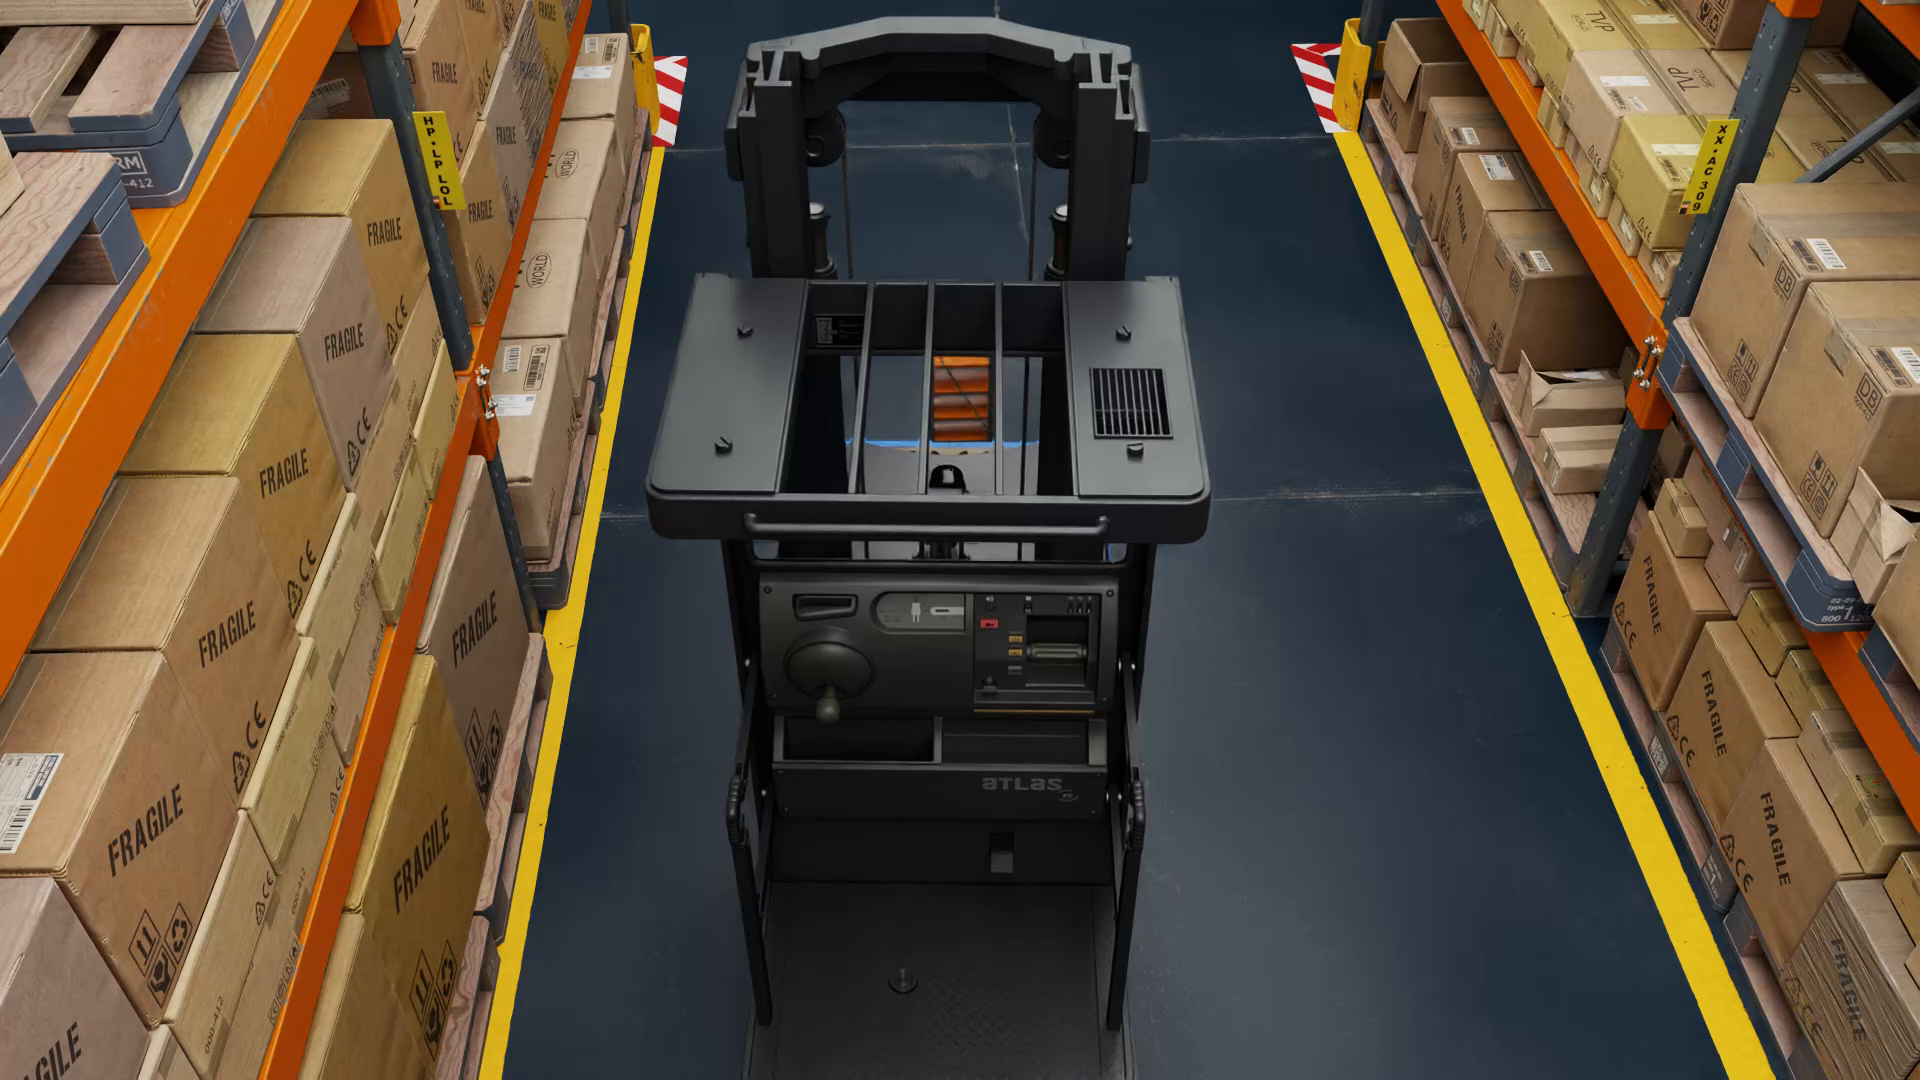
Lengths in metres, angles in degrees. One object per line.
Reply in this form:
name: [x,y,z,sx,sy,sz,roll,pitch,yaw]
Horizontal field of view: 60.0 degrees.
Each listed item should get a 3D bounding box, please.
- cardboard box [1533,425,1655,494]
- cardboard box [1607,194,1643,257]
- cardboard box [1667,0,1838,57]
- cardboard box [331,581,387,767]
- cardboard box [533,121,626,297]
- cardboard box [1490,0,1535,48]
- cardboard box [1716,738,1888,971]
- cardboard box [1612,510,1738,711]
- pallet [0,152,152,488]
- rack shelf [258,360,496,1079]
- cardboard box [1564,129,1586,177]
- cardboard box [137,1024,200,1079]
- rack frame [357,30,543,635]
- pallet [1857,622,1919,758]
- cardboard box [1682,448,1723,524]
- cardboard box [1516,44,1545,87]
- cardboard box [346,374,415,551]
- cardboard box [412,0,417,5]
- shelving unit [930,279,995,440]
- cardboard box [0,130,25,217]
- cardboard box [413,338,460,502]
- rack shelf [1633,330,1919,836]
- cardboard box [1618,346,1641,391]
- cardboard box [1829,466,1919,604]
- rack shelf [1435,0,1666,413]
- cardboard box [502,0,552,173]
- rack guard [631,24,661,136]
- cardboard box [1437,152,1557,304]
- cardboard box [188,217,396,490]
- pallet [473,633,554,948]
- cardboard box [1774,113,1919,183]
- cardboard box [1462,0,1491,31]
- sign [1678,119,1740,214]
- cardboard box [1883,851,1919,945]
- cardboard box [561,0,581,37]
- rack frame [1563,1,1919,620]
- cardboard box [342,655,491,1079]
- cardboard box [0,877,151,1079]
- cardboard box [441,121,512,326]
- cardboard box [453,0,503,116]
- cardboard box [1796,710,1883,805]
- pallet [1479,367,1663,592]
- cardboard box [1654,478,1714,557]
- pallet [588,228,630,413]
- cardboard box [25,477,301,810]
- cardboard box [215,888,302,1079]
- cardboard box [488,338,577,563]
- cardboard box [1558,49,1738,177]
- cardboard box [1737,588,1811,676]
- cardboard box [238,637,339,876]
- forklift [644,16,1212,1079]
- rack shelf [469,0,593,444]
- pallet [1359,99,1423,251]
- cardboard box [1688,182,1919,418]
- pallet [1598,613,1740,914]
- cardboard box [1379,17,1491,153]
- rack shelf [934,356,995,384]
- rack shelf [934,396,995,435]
cardboard box: [2.545,-0.326,6.685,0.380,0.149,0.250,-3,43,-3]
cardboard box: [2.563,-1.145,5.965,0.380,0.149,0.250,-1,43,-1]
cardboard box: [3.063,-1.937,6.535,0.500,0.250,0.500,-1,43,-1]
cardboard box: [-1.803,0.327,4.285,0.500,0.250,0.500,-3,43,-3]
cardboard box: [-2.092,-1.560,7.817,0.875,0.438,0.875,-1,43,-1]
cardboard box: [2.532,-2.268,6.895,0.500,0.250,0.500,-3,43,-3]
cardboard box: [2.707,0.942,5.042,0.500,0.500,0.500,-3,43,-3]
cardboard box: [2.658,0.245,5.801,0.500,0.500,0.500,0,43,0]
pallet: [-2.058,-0.233,2.704,1.003,0.211,1.213,0,43,0]
rack shelf: [-2.012,0.906,4.074,1.077,0.370,4.000,-2,43,-2]
cardboard box: [2.544,-1.497,6.350,0.380,0.149,0.250,-1,43,-1]
cardboard box: [-1.723,1.164,3.001,0.500,0.250,0.500,-1,43,-1]
rack frame: [-2.097,-0.709,5.304,1.000,3.000,0.127,-2,43,-2]
pallet: [2.945,0.604,4.013,1.003,0.211,1.213,-2,43,-2]
cardboard box: [2.672,-0.188,5.574,0.380,0.149,0.250,-2,43,-3]
cardboard box: [2.548,-2.012,6.911,0.380,0.149,0.250,-2,43,-2]
cardboard box: [-1.807,-0.210,4.501,0.500,0.250,0.500,-1,43,-1]
cardboard box: [-1.878,-1.747,5.142,0.380,0.149,0.250,-1,43,-1]
shelving unit: [0.001,-0.433,6.334,0.258,1.200,0.189,-2,43,-2]
cardboard box: [-1.867,-0.611,2.839,0.380,0.166,0.250,2,43,2]
cardboard box: [-1.826,-0.358,5.032,0.500,0.250,0.500,-3,43,-3]
rack shelf: [2.947,0.761,4.232,1.077,0.370,4.000,-2,43,-2]
cardboard box: [3.052,-0.704,7.097,0.380,0.149,0.250,-2,43,-2]
cardboard box: [2.538,-0.011,4.330,0.396,0.266,0.258,0,43,0]
rack shelf: [2.777,-1.939,7.178,1.077,0.370,4.000,-2,43,-2]
cardboard box: [-1.887,-1.746,6.361,0.500,0.500,0.500,-1,43,-2]
rack guard: [-2.268,-2.504,9.112,1.175,0.500,0.348,-2,43,-2]
cardboard box: [2.543,-1.434,7.634,0.500,0.500,0.500,-1,43,-1]
cardboard box: [-1.798,-0.471,4.230,0.500,0.500,0.500,-1,43,-1]
pallet: [-1.989,0.837,5.680,1.003,0.211,1.213,-2,43,-2]
cardboard box: [3.111,-1.251,5.785,0.500,0.250,0.500,-2,43,-2]
cardboard box: [2.437,-2.361,7.292,0.380,0.149,0.250,-3,43,-3]
sign: [2.320,-1.153,5.147,0.100,0.325,0.005,-2,43,-2]
cardboard box: [2.770,0.984,4.515,0.380,0.149,0.250,-1,43,-2]
cardboard box: [-1.944,-2.442,7.120,0.500,0.500,0.500,-1,43,-1]
rack frame: [2.862,-0.854,5.462,1.000,3.000,0.127,-2,43,-2]
cardboard box: [-1.945,0.945,4.761,0.875,0.875,0.875,-1,43,-1]
cardboard box: [-1.735,0.911,2.722,0.500,0.500,0.500,-1,43,-2]
cardboard box: [-1.855,-1.070,5.624,0.500,0.500,0.500,0,43,0]
cardboard box: [-1.891,-1.784,5.663,0.500,0.500,0.500,-2,43,-2]
cardboard box: [2.721,0.635,4.896,0.380,0.149,0.250,-2,43,-2]
pallet: [2.834,-0.290,6.910,1.003,0.211,1.213,-2,43,-2]
cardboard box: [2.611,-0.077,5.673,0.380,0.149,0.250,0,43,0]
pallet: [-2.106,-1.022,7.709,1.003,0.211,1.213,-2,43,-2]
cardboard box: [-1.759,0.221,3.475,0.500,0.500,0.500,-1,43,-1]
cardboard box: [-1.753,1.008,3.541,0.500,0.250,0.500,0,43,0]
cardboard box: [-2.016,-0.346,6.493,0.875,0.438,0.875,-2,43,-2]
cardboard box: [2.561,-1.583,6.148,0.500,0.250,0.500,-2,43,-2]
cardboard box: [2.723,0.281,5.283,0.380,0.149,0.250,-4,43,-4]
cardboard box: [-1.740,0.484,3.743,0.500,0.250,0.500,-1,43,-1]
forklift: [-0.056,0.370,4.177,1.130,2.935,3.031,1,43,1]
rack shelf: [-2.182,-1.794,7.020,1.077,0.370,4.000,-2,43,-2]
pallet: [2.730,-1.937,8.707,1.003,0.211,1.213,-2,43,-2]
cardboard box: [2.659,-0.713,4.923,0.700,0.500,0.500,-1,43,-1]
pallet: [2.934,0.722,5.806,1.003,0.211,1.213,-2,43,-2]
cardboard box: [2.623,-2.373,8.656,0.797,0.503,0.637,-3,43,-3]
rack shelf: [0.001,-0.665,6.121,0.258,0.103,0.180,-2,43,-2]
rack shelf: [0.001,-0.488,6.283,0.258,0.103,0.180,-2,43,-2]
